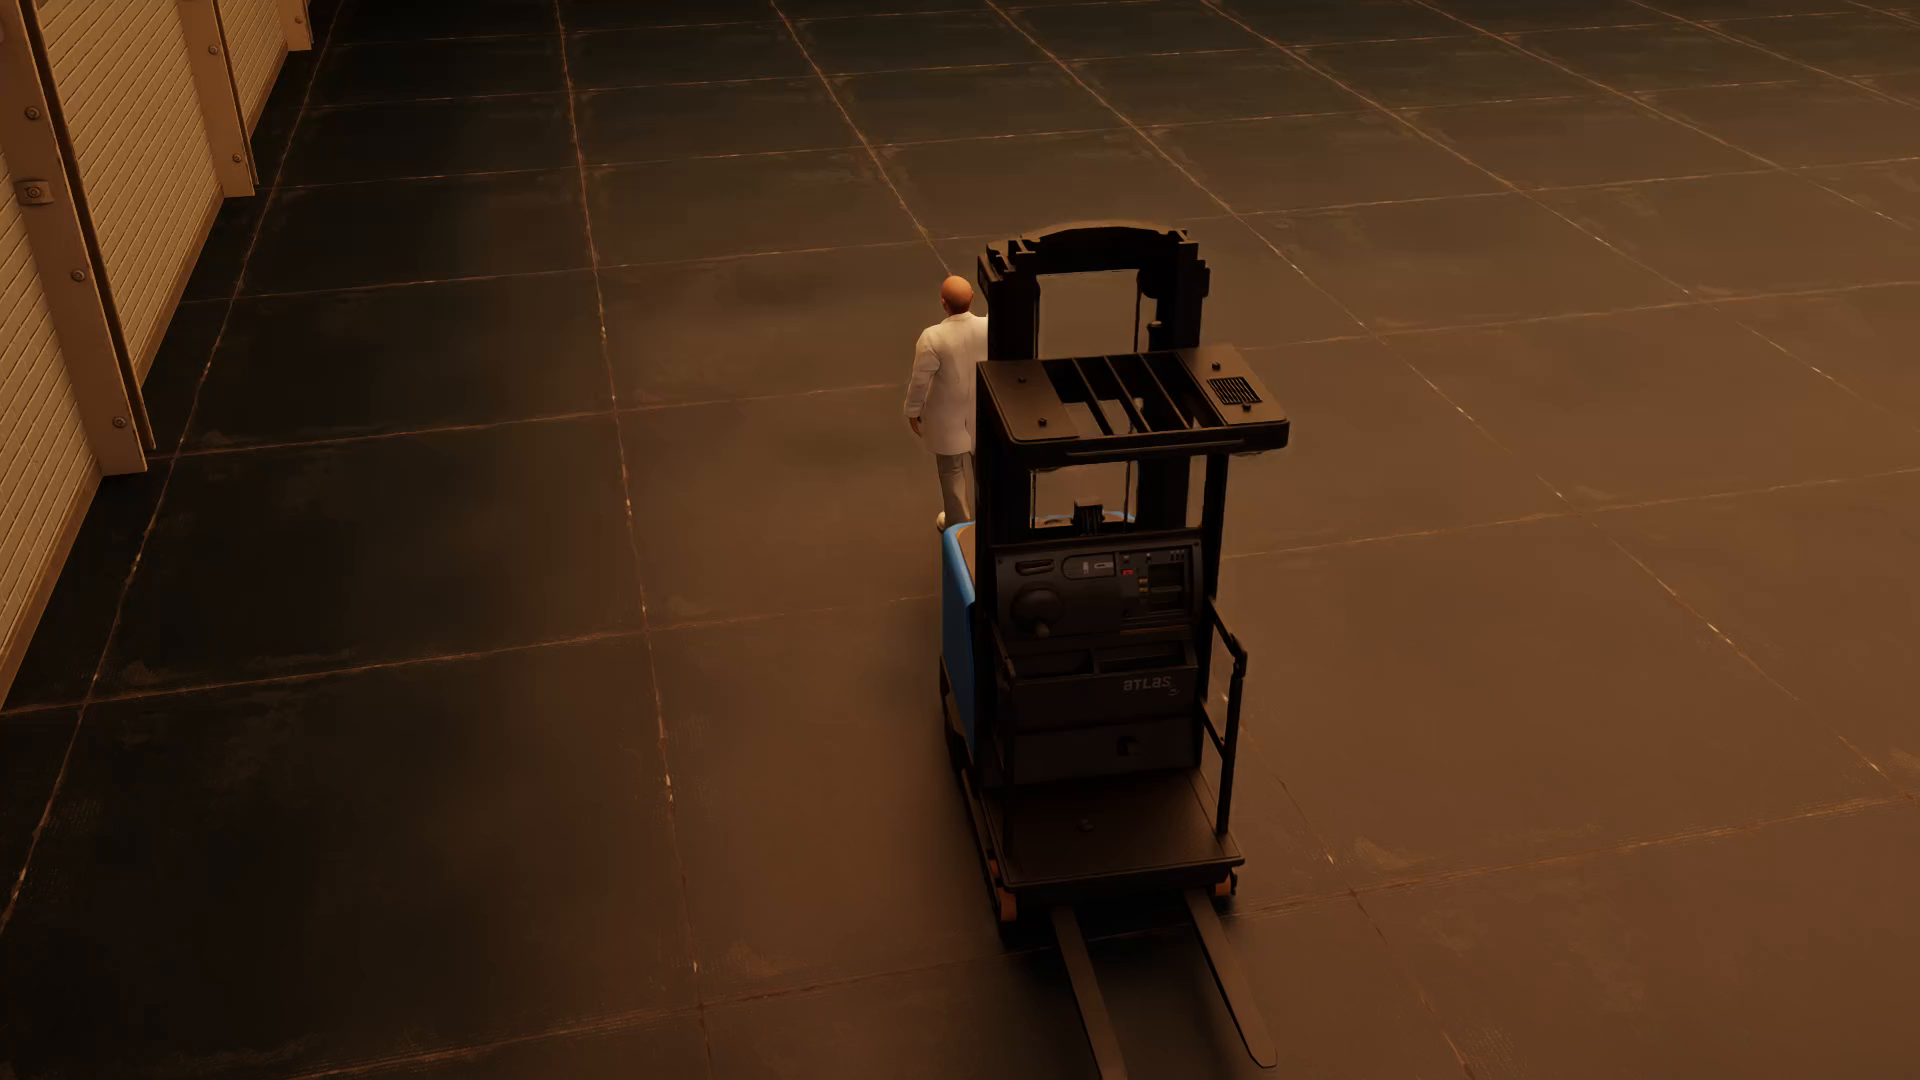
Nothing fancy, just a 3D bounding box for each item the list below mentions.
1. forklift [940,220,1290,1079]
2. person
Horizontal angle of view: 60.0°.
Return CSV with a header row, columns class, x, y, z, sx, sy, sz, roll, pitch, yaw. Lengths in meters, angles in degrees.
class,x,y,z,sx,sy,sz,roll,pitch,yaw
forklift,0.651,0.263,7.121,1.130,2.935,3.031,-5,30,-8
person,-0.018,-0.821,10.129,0.698,1.778,0.578,-7,31,-12
